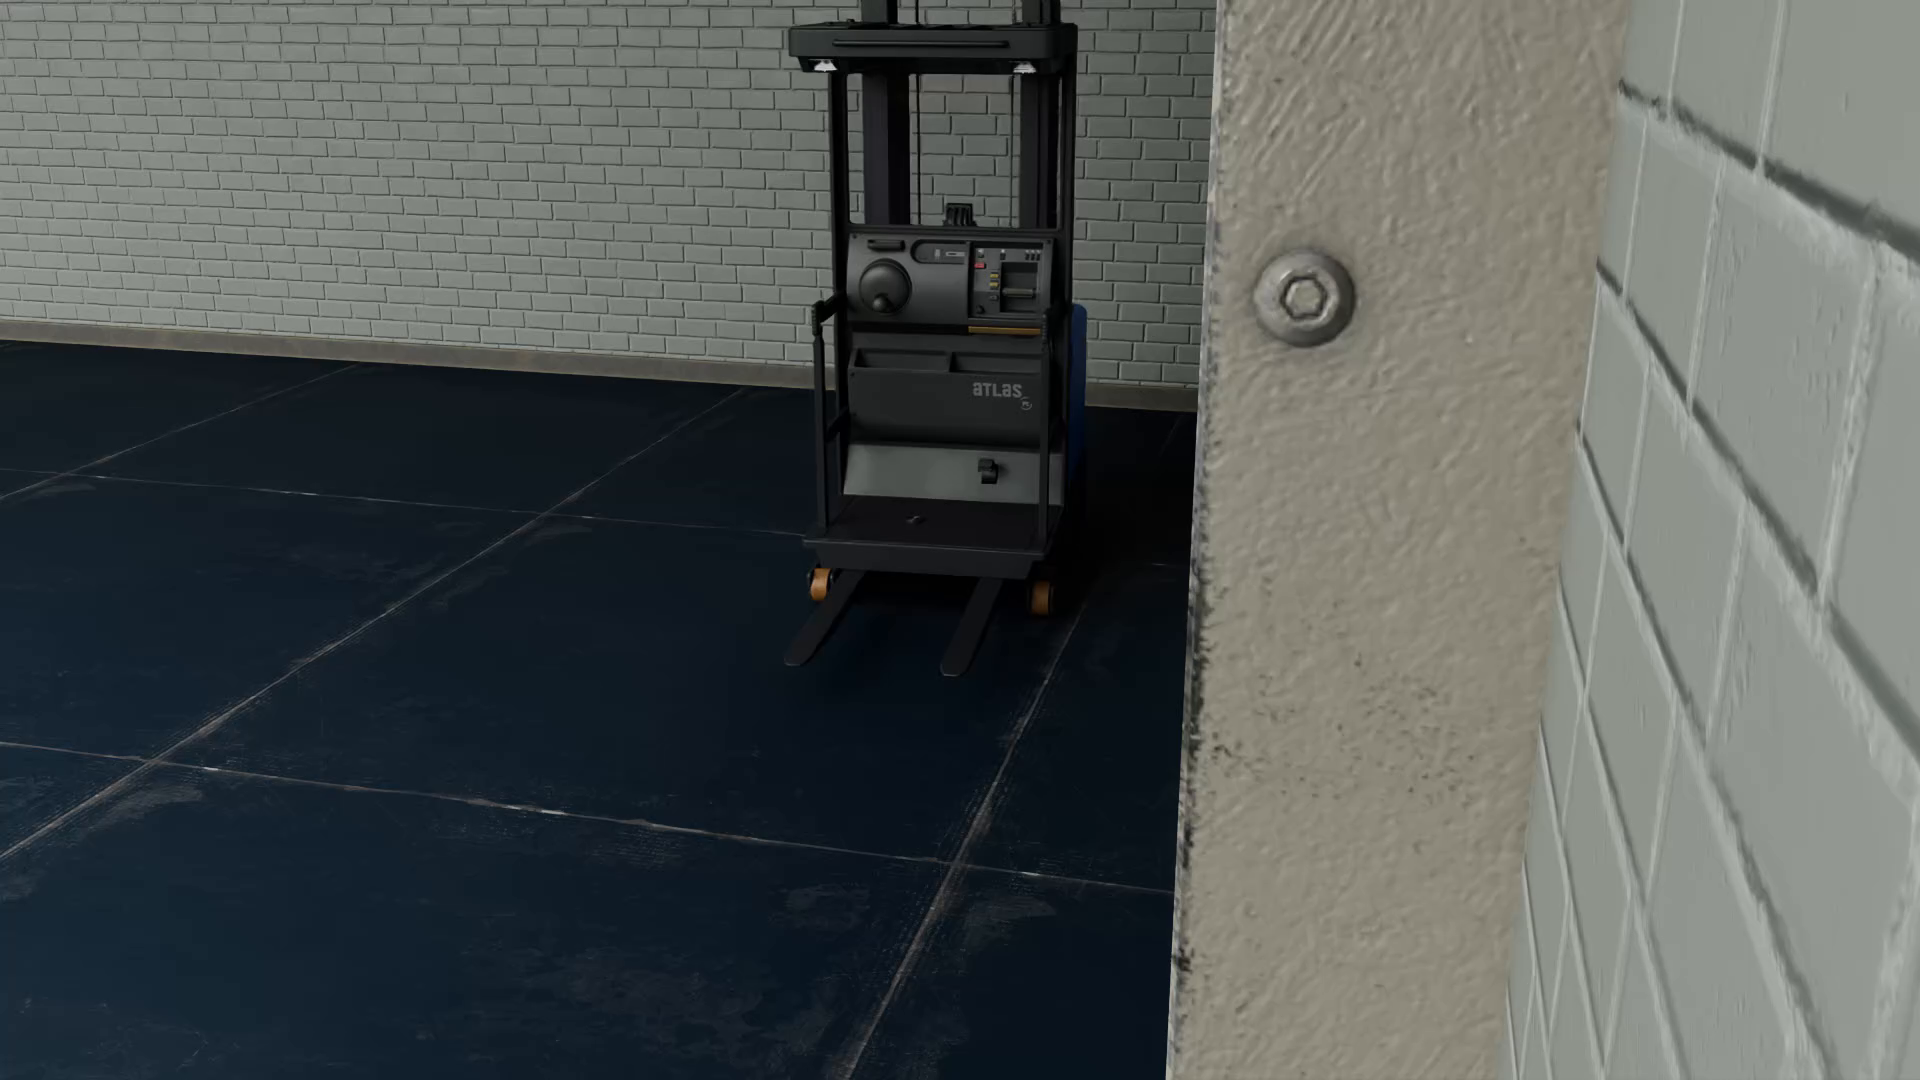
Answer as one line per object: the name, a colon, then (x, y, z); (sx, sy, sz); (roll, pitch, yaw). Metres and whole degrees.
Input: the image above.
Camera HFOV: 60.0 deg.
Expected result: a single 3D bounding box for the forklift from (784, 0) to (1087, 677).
forklift: (-0.080, -1.170, 7.255); (1.130, 2.935, 3.031); (3, 19, 9)
